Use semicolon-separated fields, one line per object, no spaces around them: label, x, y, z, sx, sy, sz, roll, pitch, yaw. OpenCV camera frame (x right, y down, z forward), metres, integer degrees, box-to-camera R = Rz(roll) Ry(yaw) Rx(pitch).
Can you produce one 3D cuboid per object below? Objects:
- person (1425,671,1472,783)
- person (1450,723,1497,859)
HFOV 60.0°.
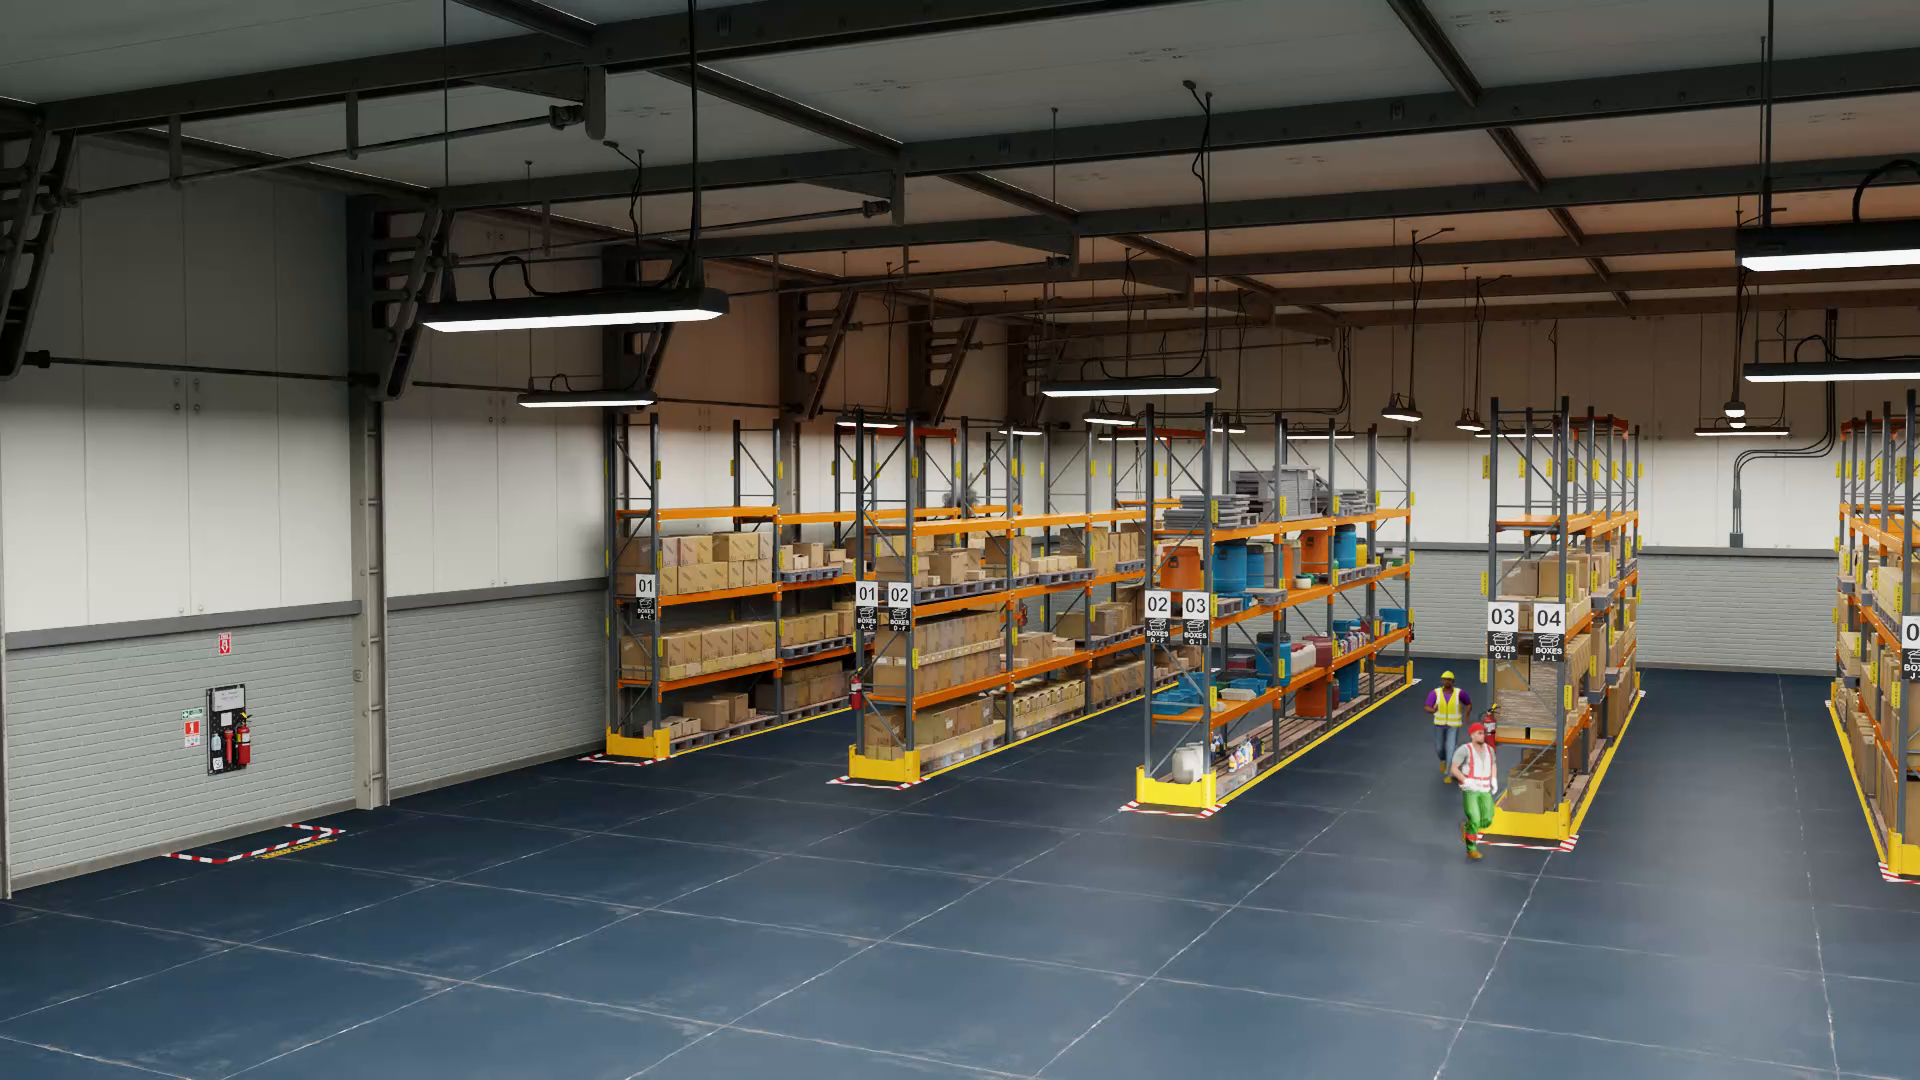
person;7.842;2.980;26.757;0.712;1.744;0.961;1;3;23
person;6.677;3.230;21.551;0.701;1.748;0.639;-1;2;-16
